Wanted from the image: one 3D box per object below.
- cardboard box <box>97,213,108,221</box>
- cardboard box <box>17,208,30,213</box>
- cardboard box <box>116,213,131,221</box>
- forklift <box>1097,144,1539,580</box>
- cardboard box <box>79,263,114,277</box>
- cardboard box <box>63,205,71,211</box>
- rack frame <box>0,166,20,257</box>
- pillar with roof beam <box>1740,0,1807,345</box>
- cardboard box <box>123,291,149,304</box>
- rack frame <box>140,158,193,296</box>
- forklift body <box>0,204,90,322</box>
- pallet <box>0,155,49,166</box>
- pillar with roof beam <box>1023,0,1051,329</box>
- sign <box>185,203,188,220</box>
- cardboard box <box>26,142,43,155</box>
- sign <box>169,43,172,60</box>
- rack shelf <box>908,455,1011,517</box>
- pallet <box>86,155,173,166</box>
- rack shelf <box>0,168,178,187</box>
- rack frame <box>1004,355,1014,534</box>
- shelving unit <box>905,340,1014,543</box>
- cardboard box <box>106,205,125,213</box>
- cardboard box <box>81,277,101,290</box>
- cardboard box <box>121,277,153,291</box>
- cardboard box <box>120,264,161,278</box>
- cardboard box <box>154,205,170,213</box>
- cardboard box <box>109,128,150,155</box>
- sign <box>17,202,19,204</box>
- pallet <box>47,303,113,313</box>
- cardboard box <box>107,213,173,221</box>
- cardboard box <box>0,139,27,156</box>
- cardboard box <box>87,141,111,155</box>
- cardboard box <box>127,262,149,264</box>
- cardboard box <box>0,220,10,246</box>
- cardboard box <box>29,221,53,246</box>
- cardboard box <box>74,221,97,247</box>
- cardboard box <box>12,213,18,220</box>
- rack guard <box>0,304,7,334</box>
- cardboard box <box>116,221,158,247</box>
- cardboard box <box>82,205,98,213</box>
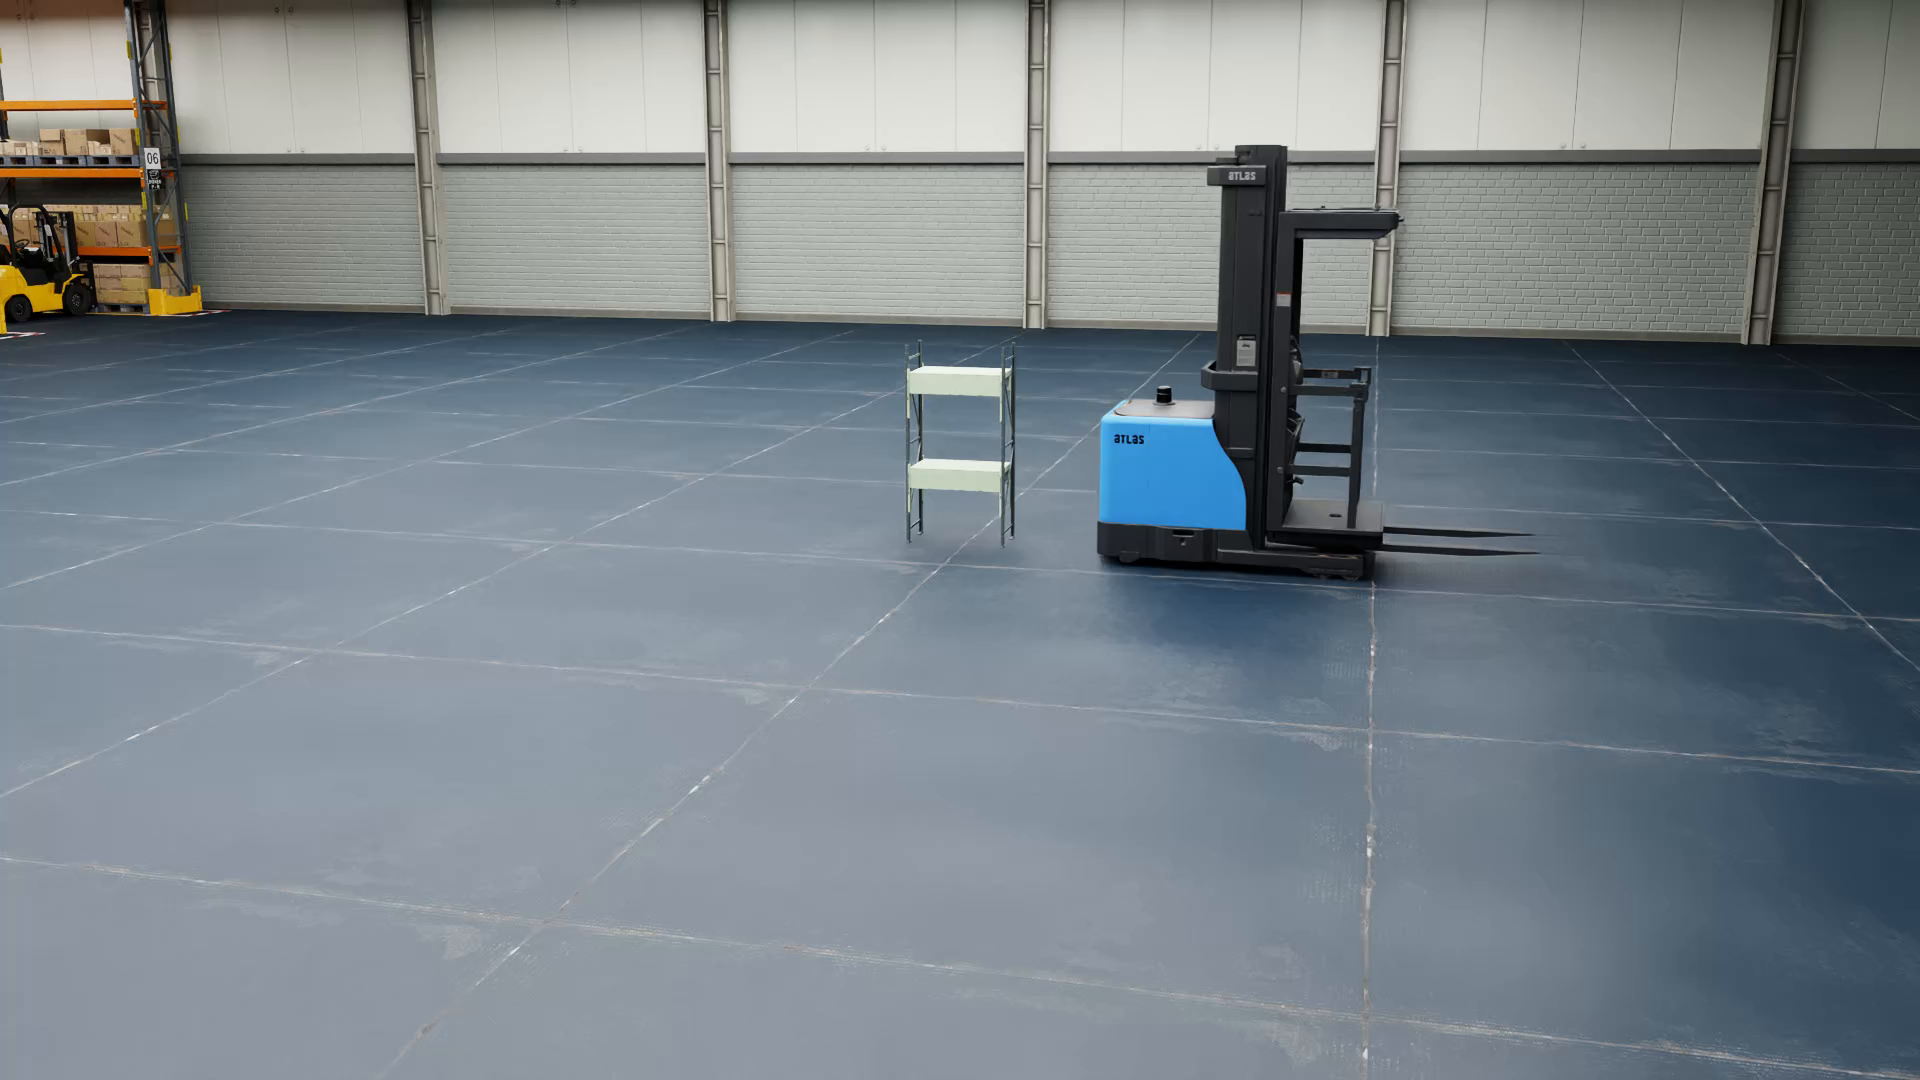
[{"bbox_3d":[-16.792,-6.379,32.832,0.250,0.149,0.380,3,13,13],"label":"cardboard box"},{"bbox_3d":[-18.552,-6.604,33.161,0.250,0.149,0.380,3,13,15],"label":"cardboard box"},{"bbox_3d":[-18.208,-5.710,30.971,3.004,0.649,4.768,3,13,14],"label":"cardboard box"},{"bbox_3d":[2.561,-1.279,11.731,3.031,2.935,1.130,3,13,14],"label":"forklift"},{"bbox_3d":[-17.169,-5.364,33.057,0.500,0.250,0.500,3,13,14],"label":"cardboard box"},{"bbox_3d":[-17.547,-6.569,33.003,0.250,0.149,0.380,3,13,14],"label":"cardboard box"},{"bbox_3d":[-19.541,-6.213,33.814,0.127,3.000,1.000,3,13,14],"label":"rack frame"},{"bbox_3d":[11.977,-6.698,22.148,0.400,9.000,9.100,3,13,14],"label":"pillar with roof beam"},{"bbox_3d":[-16.190,-4.826,32.941,0.500,0.250,0.500,3,13,14],"label":"cardboard box"},{"bbox_3d":[-15.658,-6.006,32.879,0.127,3.000,1.000,3,13,14],"label":"rack frame"},{"bbox_3d":[-17.936,-5.306,31.685,1.214,2.155,2.313,3,13,14],"label":"forklift body"},{"bbox_3d":[-18.707,-7.596,33.324,1.213,0.211,1.003,3,13,14],"label":"pallet"},{"bbox_3d":[0.326,-7.321,24.955,0.400,9.000,9.100,3,13,14],"label":"pillar with roof beam"},{"bbox_3d":[-15.519,-6.584,33.301,0.005,0.325,0.100,3,13,14],"label":"sign"},{"bbox_3d":[-18.173,-7.725,32.813,0.258,0.266,0.396,3,13,12],"label":"cardboard box"},{"bbox_3d":[-15.519,-9.584,32.635,0.005,0.325,0.100,3,13,14],"label":"sign"},{"bbox_3d":[0.006,-0.414,12.640,0.720,0.370,0.431,3,13,14],"label":"rack shelf"},{"bbox_3d":[-16.338,-7.469,32.753,1.213,0.211,1.003,3,13,14],"label":"pallet"},{"bbox_3d":[-23.379,-6.942,34.623,15.904,1.578,1.077,3,13,14],"label":"rack shelf"},{"bbox_3d":[0.362,-0.713,12.485,0.010,1.308,0.380,3,13,14],"label":"rack frame"},{"bbox_3d":[0.003,-0.732,12.571,0.748,1.500,0.431,3,13,14],"label":"shelving unit"},{"bbox_3d":[-16.564,-6.505,32.713,0.250,0.149,0.380,3,13,15],"label":"cardboard box"},{"bbox_3d":[-17.196,-5.123,33.123,0.500,0.250,0.500,3,13,12],"label":"cardboard box"},{"bbox_3d":[-16.205,-5.072,32.894,0.500,0.250,0.500,3,13,13],"label":"cardboard box"},{"bbox_3d":[-16.180,-5.315,32.835,0.500,0.250,0.500,4,13,15],"label":"cardboard box"},{"bbox_3d":[-15.933,-6.579,33.046,0.250,0.149,0.380,3,13,12],"label":"cardboard box"},{"bbox_3d":[-16.146,-7.745,32.359,0.500,0.500,0.500,3,13,15],"label":"cardboard box"},{"bbox_3d":[-19.410,-6.792,34.238,0.005,0.325,0.100,3,13,14],"label":"sign"},{"bbox_3d":[-17.591,-4.739,33.607,1.213,0.211,1.003,3,13,14],"label":"pallet"},{"bbox_3d":[-16.244,-6.403,32.941,0.794,0.149,0.880,3,13,12],"label":"cardboard box"},{"bbox_3d":[-18.792,-7.794,33.017,0.500,0.311,0.500,3,13,15],"label":"cardboard box"},{"bbox_3d":[-16.781,-7.651,32.477,0.258,0.266,0.396,3,13,14],"label":"cardboard box"},{"bbox_3d":[-16.565,-5.447,33.428,0.500,0.250,0.500,3,13,14],"label":"cardboard box"},{"bbox_3d":[-19.173,-6.184,33.452,0.500,0.500,0.500,3,13,12],"label":"cardboard box"},{"bbox_3d":[-18.172,-6.135,33.229,0.500,0.500,0.500,3,13,13],"label":"cardboard box"},{"bbox_3d":[-17.198,-6.080,32.984,0.500,0.500,0.500,3,13,12],"label":"cardboard box"},{"bbox_3d":[-18.784,-6.486,33.316,0.250,0.149,0.380,3,13,13],"label":"cardboard box"},{"bbox_3d":[-16.917,-3.746,28.462,0.348,0.500,1.175,3,13,14],"label":"rack guard"},{"bbox_3d":[-16.199,-6.025,32.734,0.500,0.500,0.500,3,13,12],"label":"cardboard box"},{"bbox_3d":[-17.067,-6.524,32.798,0.250,0.149,0.380,3,13,15],"label":"cardboard box"}]
